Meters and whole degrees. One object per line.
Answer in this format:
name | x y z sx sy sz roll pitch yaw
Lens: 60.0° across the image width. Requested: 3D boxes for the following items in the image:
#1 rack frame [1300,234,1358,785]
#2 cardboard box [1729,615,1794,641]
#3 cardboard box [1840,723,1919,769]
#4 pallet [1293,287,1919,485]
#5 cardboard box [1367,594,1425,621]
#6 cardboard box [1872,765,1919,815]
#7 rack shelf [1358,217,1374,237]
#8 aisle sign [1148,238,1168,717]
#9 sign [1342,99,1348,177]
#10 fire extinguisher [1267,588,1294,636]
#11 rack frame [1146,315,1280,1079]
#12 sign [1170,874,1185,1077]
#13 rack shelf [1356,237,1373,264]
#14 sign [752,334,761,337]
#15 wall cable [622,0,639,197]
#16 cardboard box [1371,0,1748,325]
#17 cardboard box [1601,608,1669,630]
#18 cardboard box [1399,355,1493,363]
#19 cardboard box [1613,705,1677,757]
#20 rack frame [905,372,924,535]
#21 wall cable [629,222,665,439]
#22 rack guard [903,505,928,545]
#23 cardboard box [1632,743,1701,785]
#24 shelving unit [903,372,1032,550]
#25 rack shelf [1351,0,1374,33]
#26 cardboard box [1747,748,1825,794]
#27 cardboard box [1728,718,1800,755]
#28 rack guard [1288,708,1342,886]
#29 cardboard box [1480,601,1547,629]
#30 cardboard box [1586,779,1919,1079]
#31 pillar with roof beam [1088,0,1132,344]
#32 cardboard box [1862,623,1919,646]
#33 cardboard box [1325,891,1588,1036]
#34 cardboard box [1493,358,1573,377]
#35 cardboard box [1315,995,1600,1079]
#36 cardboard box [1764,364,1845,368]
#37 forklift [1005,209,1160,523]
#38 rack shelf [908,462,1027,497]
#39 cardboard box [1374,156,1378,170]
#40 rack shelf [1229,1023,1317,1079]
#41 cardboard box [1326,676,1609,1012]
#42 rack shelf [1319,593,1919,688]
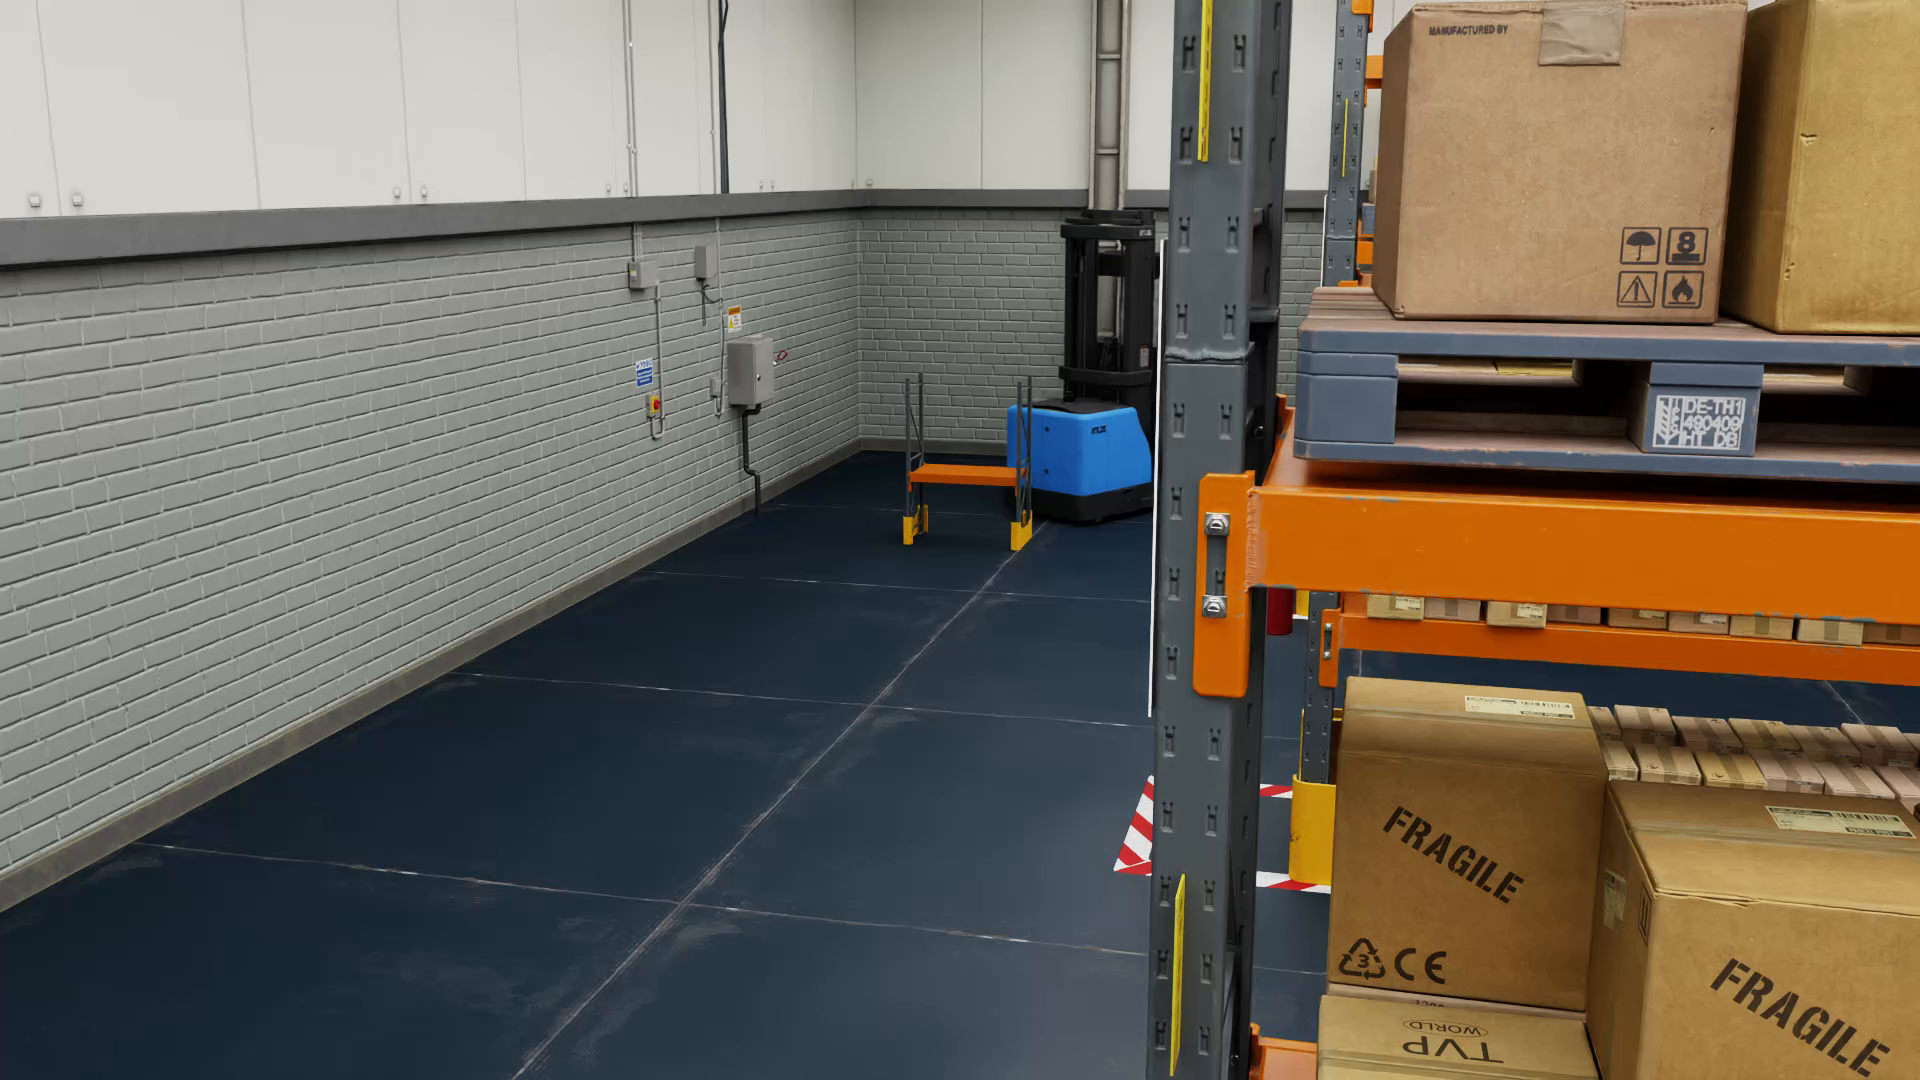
rack frame | 1.793 0.043 8.116 0.127 3.000 1.000 3 13 14
cardboard box | 3.556 0.321 7.440 0.250 0.149 0.380 4 13 16
cardboard box | 4.395 1.017 7.966 0.250 0.149 0.380 3 13 15
pallet | 1.230 -0.304 2.960 1.213 0.211 1.003 3 13 14
cardboard box | 2.029 0.251 7.757 0.250 0.149 0.380 3 13 13
cardboard box | 4.250 1.142 7.400 0.250 0.149 0.380 2 13 11
rack shelf | 6.009 -3.057 16.822 4.000 0.370 1.077 3 13 14
aisle sign | 0.365 -0.129 2.889 0.004 0.787 0.394 3 13 14
sign | 1.664 -1.734 7.182 0.005 0.325 0.100 3 13 14
fire extinguisher | 1.659 0.152 8.661 0.183 0.674 0.296 3 13 14
rack frame | 0.507 1.080 3.438 0.127 3.000 1.000 3 13 14
sign | 0.368 0.736 2.811 0.005 0.325 0.100 3 13 14
rack shelf | 4.823 -2.013 12.117 4.000 0.370 1.077 3 13 14
sign | -2.037 -1.794 16.612 0.001 0.494 0.329 3 13 14
wall cable | -2.709 -4.168 13.245 0.029 3.000 0.463 3 13 14
cardboard box | 1.025 -0.671 2.976 0.500 0.500 0.700 2 13 10
cardboard box | 3.077 0.285 7.605 0.250 0.149 0.380 3 13 13
cardboard box | 2.297 -0.668 8.093 0.500 0.500 0.500 3 13 12
cardboard box | 3.390 0.954 8.247 0.250 0.149 0.380 4 13 16
rack frame | -0.411 -0.754 15.170 0.032 1.500 0.500 3 13 14
wall cable | -2.599 -1.802 14.015 0.123 1.953 0.585 3 13 14
rack guard | -0.409 -0.144 15.305 0.087 0.250 0.587 3 13 14
cardboard box | 3.259 1.079 7.686 0.250 0.149 0.380 4 13 16
shelving unit | 0.074 -0.728 15.053 1.083 1.500 0.587 3 13 14
rack shelf | 3.735 -2.429 7.077 4.000 0.370 1.077 3 13 14
cardboard box | 3.770 1.095 7.613 0.250 0.149 0.380 3 13 14
cardboard box | 3.881 0.999 8.046 0.250 0.149 0.380 3 13 14
rack guard | 1.867 1.267 8.369 0.348 0.500 1.175 3 13 14
cardboard box | 2.535 0.281 7.623 0.250 0.149 0.380 3 13 12
cardboard box | 1.394 0.750 2.856 0.500 0.500 0.500 3 13 12
pillar with roof beam | 0.634 -4.400 14.292 0.400 9.000 9.100 3 13 14
cardboard box | 4.072 0.340 7.358 0.250 0.149 0.380 3 13 13
cardboard box | 1.041 0.978 3.561 0.500 0.250 0.500 3 13 13
cardboard box | 2.657 -0.535 7.496 0.500 0.500 0.500 3 13 15
cardboard box | 0.908 1.090 3.054 0.500 0.250 0.500 3 13 12
cardboard box | 3.810 -0.590 7.741 0.500 0.500 0.500 3 13 12
forklift | 1.820 -1.847 16.793 1.130 2.935 3.031 12 17 42
rack shelf | 0.083 -0.552 15.090 1.000 0.185 0.538 3 13 14
cardboard box | 4.438 -3.752 16.800 0.500 0.250 0.500 3 13 13
rack shelf | 2.449 1.535 3.049 4.000 0.370 1.077 3 13 14
cardboard box | 1.043 0.612 3.476 0.500 0.500 0.500 3 13 14
rack shelf | 3.735 0.498 7.726 4.000 0.370 1.077 3 13 14
